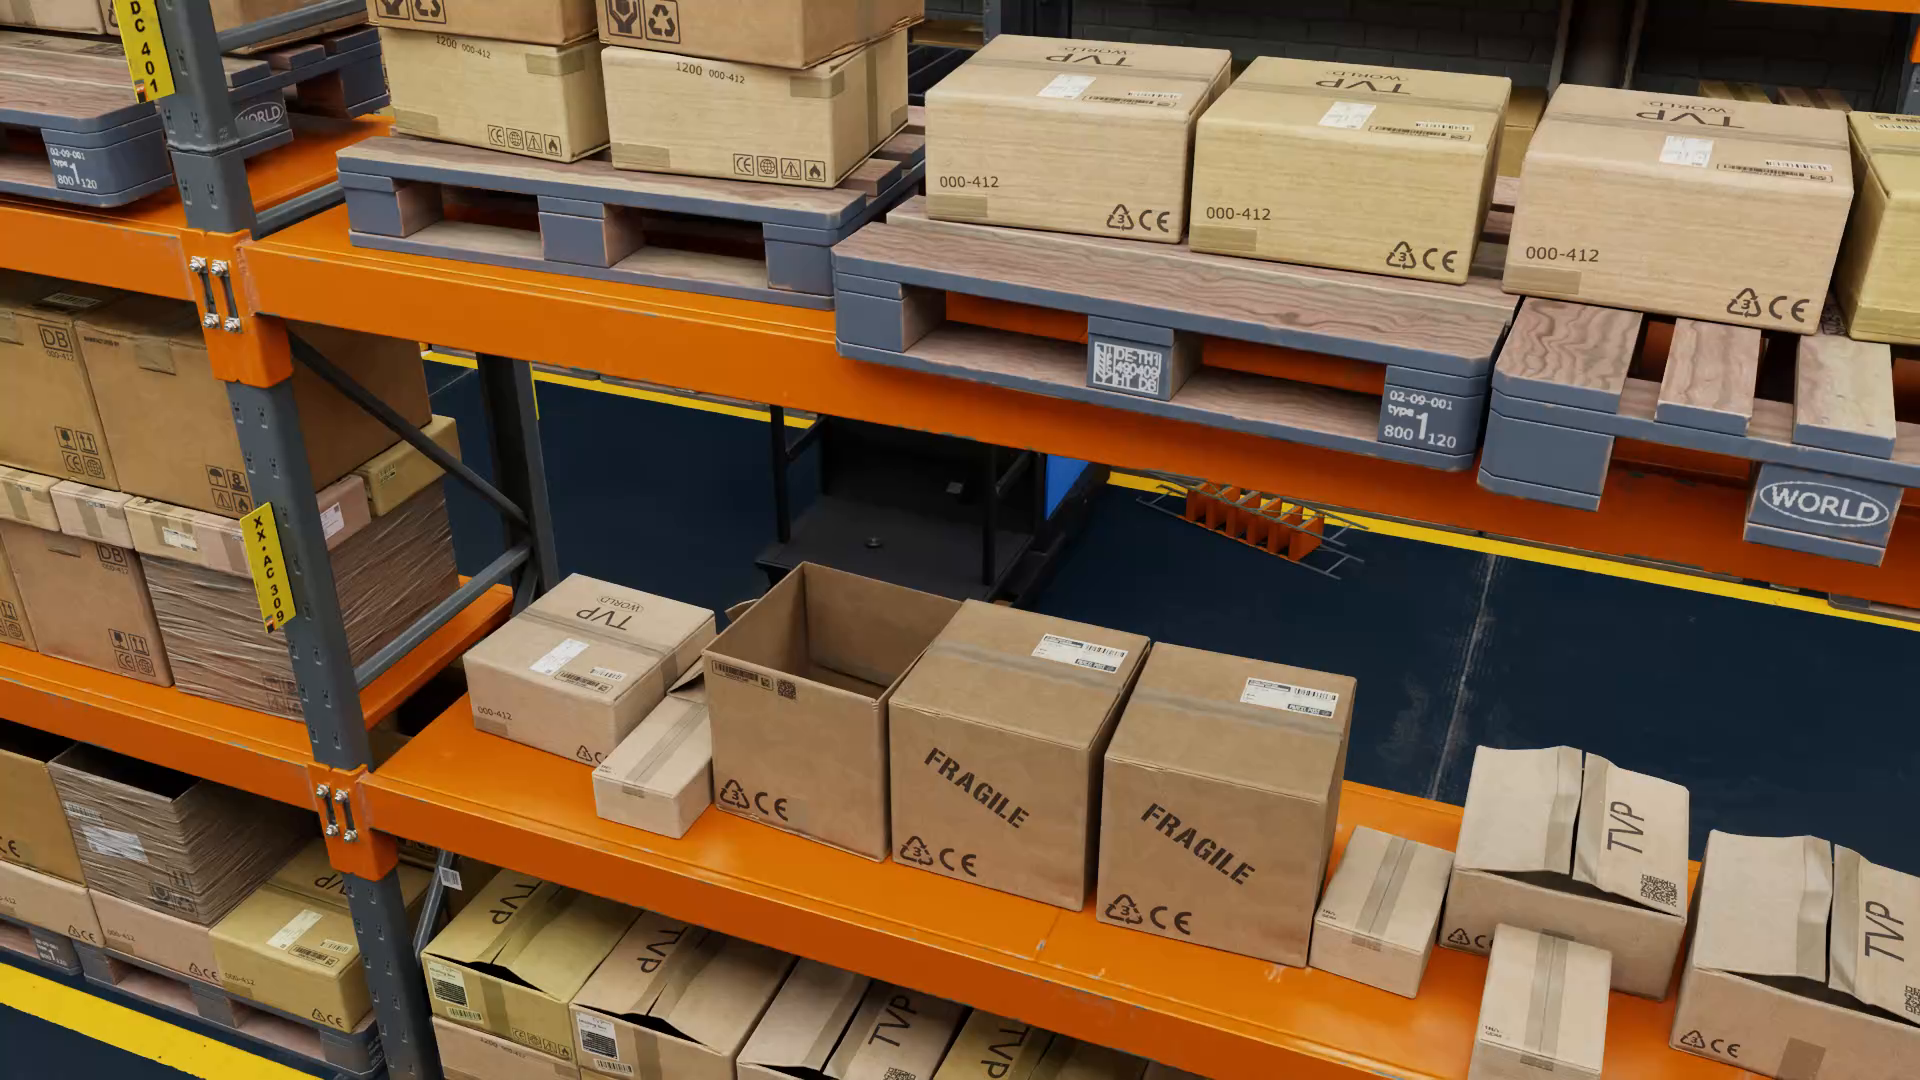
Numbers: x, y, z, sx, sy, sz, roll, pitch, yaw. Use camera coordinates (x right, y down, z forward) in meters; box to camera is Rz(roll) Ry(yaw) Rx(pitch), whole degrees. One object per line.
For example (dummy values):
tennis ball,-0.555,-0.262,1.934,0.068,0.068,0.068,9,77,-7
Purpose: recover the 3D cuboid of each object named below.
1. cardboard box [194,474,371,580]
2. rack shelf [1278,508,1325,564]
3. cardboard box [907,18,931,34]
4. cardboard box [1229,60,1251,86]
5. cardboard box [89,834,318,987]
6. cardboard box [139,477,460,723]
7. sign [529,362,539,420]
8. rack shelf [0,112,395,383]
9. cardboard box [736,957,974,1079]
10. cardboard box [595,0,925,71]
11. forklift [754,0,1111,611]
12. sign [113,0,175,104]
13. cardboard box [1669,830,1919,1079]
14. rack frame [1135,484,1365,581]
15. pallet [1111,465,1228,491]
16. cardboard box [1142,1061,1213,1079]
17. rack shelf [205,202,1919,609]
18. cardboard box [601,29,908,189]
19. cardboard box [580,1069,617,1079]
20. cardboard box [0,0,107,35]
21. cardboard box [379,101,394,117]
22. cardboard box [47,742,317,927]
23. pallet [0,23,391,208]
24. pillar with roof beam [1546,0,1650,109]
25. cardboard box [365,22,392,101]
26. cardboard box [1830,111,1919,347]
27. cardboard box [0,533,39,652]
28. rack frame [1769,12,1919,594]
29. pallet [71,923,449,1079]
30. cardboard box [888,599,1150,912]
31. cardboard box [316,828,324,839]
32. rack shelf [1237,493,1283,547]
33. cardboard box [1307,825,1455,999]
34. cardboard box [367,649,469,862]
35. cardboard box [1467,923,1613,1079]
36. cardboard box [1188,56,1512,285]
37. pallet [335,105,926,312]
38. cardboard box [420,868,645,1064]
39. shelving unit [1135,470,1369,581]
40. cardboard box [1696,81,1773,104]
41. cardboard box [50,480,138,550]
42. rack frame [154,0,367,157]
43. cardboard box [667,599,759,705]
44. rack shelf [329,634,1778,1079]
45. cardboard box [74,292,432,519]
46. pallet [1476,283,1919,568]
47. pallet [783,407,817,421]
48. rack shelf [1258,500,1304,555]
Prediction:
cardboard box,-1.837,-0.049,4.528,0.250,0.149,0.380,11,31,19
rack shelf,1.669,-0.026,8.101,0.103,0.180,0.258,24,37,35
cardboard box,-0.480,-2.579,9.135,0.500,0.500,0.500,11,31,19
cardboard box,1.329,-2.049,8.277,0.500,0.500,0.700,15,33,24
cardboard box,-2.476,1.160,5.516,0.500,0.250,0.500,11,31,19
cardboard box,-1.918,0.107,4.911,0.500,0.500,0.700,10,31,18
sign,-1.309,-0.489,4.971,0.005,0.325,0.100,11,31,19
rack shelf,-3.357,-1.133,4.889,4.000,0.370,1.077,11,31,19
cardboard box,-0.273,1.380,4.558,0.500,0.311,0.500,10,31,17
cardboard box,-0.411,-1.294,3.405,0.500,0.500,0.500,14,33,24
forklift,-0.236,-0.989,7.021,1.130,2.935,3.031,11,31,19
sign,-1.711,-1.083,3.463,0.005,0.325,0.100,11,31,19
cardboard box,1.882,0.921,3.663,0.500,0.311,0.500,13,32,22
rack frame,1.432,-0.051,8.327,1.200,0.006,0.240,24,37,35
pallet,1.077,-0.673,9.226,1.213,0.211,1.003,11,31,19
cardboard box,0.674,1.567,4.227,0.500,0.311,0.500,11,31,19
rack shelf,0.349,-0.393,3.580,4.000,0.370,1.077,11,31,19
cardboard box,-0.427,-0.975,3.604,0.500,0.250,0.500,8,31,14
cardboard box,-0.750,1.526,4.869,0.500,0.250,0.500,12,32,20
cardboard box,-2.372,-1.595,4.496,0.500,0.311,0.500,10,31,16
cardboard box,-3.019,-2.478,9.718,0.500,0.250,0.500,10,31,18
cardboard box,-2.475,0.833,5.333,0.500,0.500,0.500,11,31,19
pallet,-2.304,-1.184,4.338,1.213,0.211,1.003,11,31,19
pillar with roof beam,1.563,-2.574,3.658,0.400,9.000,9.100,11,31,19
cardboard box,-3.022,-2.815,9.551,0.500,0.500,0.500,11,31,19
cardboard box,1.761,-0.512,2.785,0.500,0.250,0.500,9,31,15
cardboard box,-2.872,-0.083,5.246,0.500,0.500,0.700,12,32,20
rack frame,4.061,-1.290,7.484,0.127,3.000,1.000,11,31,19
pallet,-2.225,1.277,5.776,1.213,0.211,1.003,11,31,19
cardboard box,0.154,0.525,4.170,0.500,0.500,0.500,11,31,19
cardboard box,-2.281,0.925,5.933,0.500,0.250,0.500,11,31,19
rack shelf,1.489,-0.105,8.238,0.103,0.180,0.258,24,37,35
cardboard box,0.999,0.869,3.920,0.250,0.149,0.380,14,32,23
cardboard box,-1.816,0.689,5.589,0.500,0.500,0.500,11,31,19
cardboard box,1.265,1.038,3.620,0.250,0.149,0.380,11,31,19
cardboard box,0.742,-0.712,3.138,0.500,0.250,0.500,11,31,18
pallet,-0.682,-0.836,3.827,1.217,0.209,0.805,10,31,17
cardboard box,-1.215,1.189,4.895,0.500,0.311,0.500,11,31,19
shelving unit,1.432,-0.130,8.281,1.200,0.189,0.258,24,37,35
cardboard box,3.427,-1.910,7.373,0.250,0.149,0.380,6,30,11
cardboard box,-2.309,-0.143,4.694,0.250,0.149,0.380,10,31,18
rack frame,-1.504,-2.382,3.320,0.127,3.000,1.000,11,31,19
cardboard box,-0.620,0.367,4.689,0.258,0.266,0.396,11,31,18
rack shelf,0.349,0.913,4.318,4.000,0.370,1.077,11,31,19
cardboard box,-1.918,-0.458,4.592,0.500,0.500,0.700,11,31,19
pallet,1.540,-0.339,2.945,1.003,0.211,1.213,13,32,21
pallet,-0.281,-0.924,9.671,1.213,0.211,1.003,11,31,19
rack shelf,1.579,-0.066,8.170,0.103,0.180,0.258,24,37,35
